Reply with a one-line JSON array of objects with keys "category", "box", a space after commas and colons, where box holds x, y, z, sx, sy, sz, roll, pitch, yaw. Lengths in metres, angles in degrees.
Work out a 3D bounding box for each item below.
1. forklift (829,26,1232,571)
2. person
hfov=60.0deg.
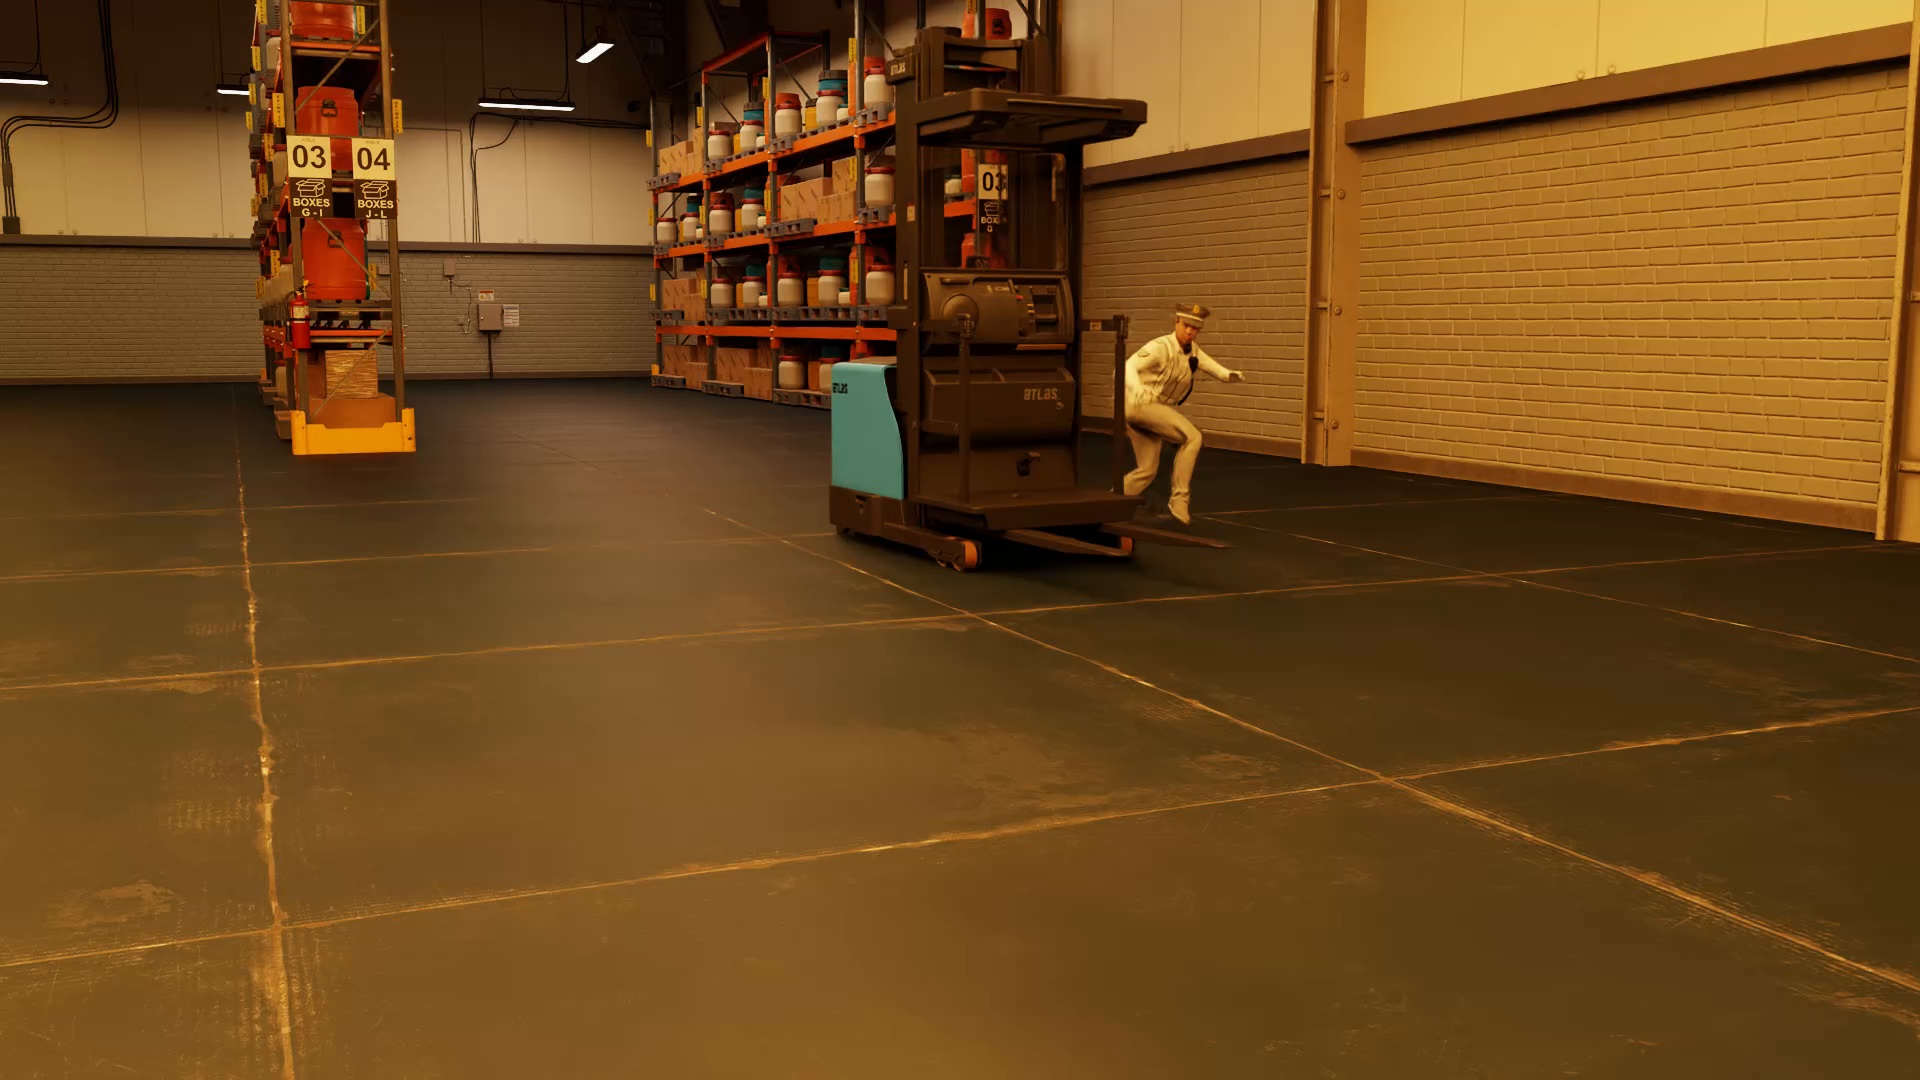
[{"category": "forklift", "box": [0.330, -1.353, 9.206, 1.130, 2.935, 3.031, -4, 9, -28]}, {"category": "person", "box": [1.361, -0.791, 10.605, 0.836, 1.432, 0.916, 4, 9, 30]}]
